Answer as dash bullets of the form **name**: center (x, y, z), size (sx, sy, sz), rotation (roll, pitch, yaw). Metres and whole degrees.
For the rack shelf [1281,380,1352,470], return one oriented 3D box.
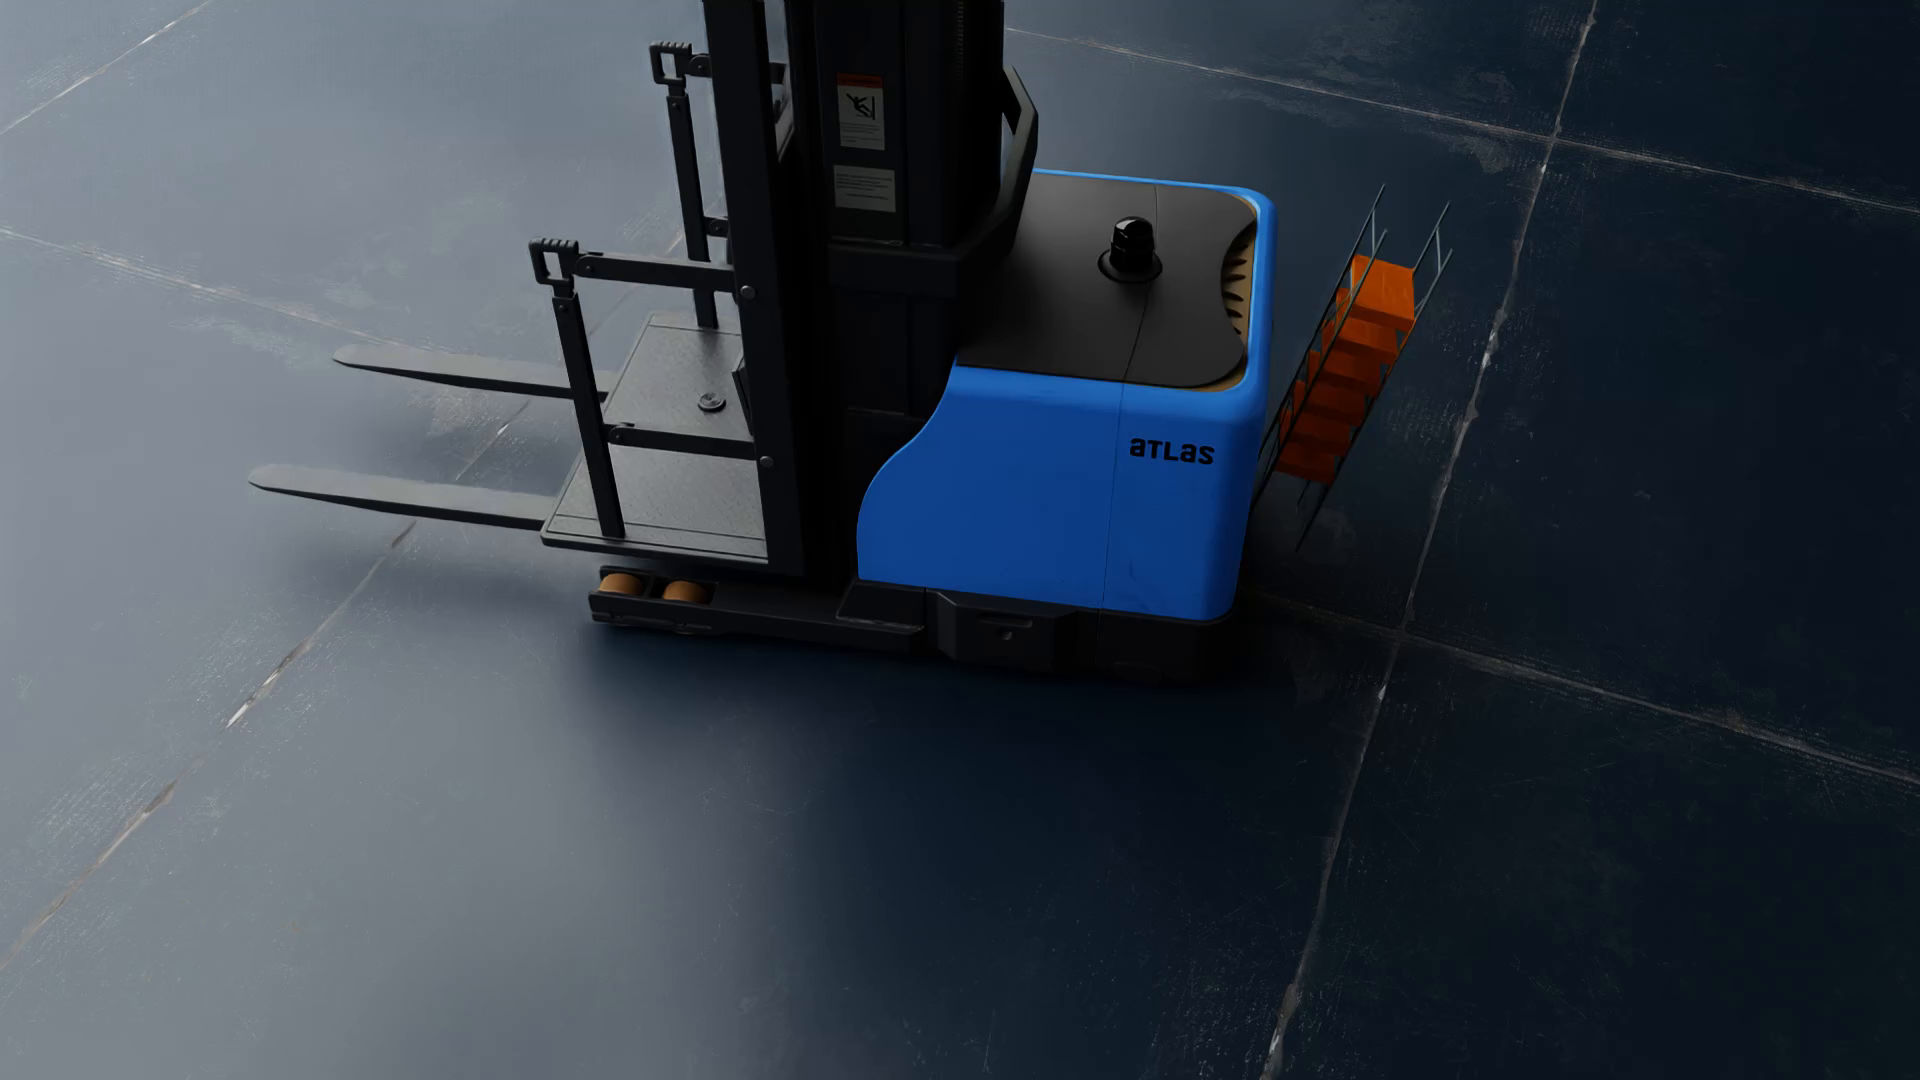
- **rack shelf**: center (1.065, -0.349, 4.969), size (0.180, 0.103, 0.258), rotation (15, 46, -2)

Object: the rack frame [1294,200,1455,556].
- **rack frame**: center (1.187, -0.436, 4.854), size (0.006, 1.200, 0.240), rotation (15, 46, -2)

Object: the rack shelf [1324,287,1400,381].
- **rack shelf**: center (1.138, -0.591, 4.712), size (0.180, 0.103, 0.258), rotation (15, 46, -2)

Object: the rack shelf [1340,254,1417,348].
- **rack shelf**: center (1.163, -0.671, 4.626), size (0.180, 0.103, 0.258), rotation (15, 46, -2)

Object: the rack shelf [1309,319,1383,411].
- **rack shelf**: center (1.114, -0.510, 4.797), size (0.180, 0.103, 0.258), rotation (15, 46, -2)

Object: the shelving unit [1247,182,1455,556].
- **shelving unit**: center (1.099, -0.460, 4.851), size (0.189, 1.200, 0.258), rotation (15, 46, -2)

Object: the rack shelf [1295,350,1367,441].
- **rack shelf**: center (1.090, -0.430, 4.883), size (0.180, 0.103, 0.258), rotation (15, 46, -2)

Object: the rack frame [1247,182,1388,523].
- **rack frame**: center (1.010, -0.483, 4.848), size (0.006, 1.200, 0.240), rotation (15, 46, -2)

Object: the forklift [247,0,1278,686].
- **forklift**: center (-0.648, -1.116, 4.294), size (3.031, 2.935, 1.130), rotation (7, 45, 7)

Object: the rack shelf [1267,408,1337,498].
- **rack shelf**: center (1.041, -0.269, 5.054), size (0.180, 0.103, 0.258), rotation (15, 46, -2)
